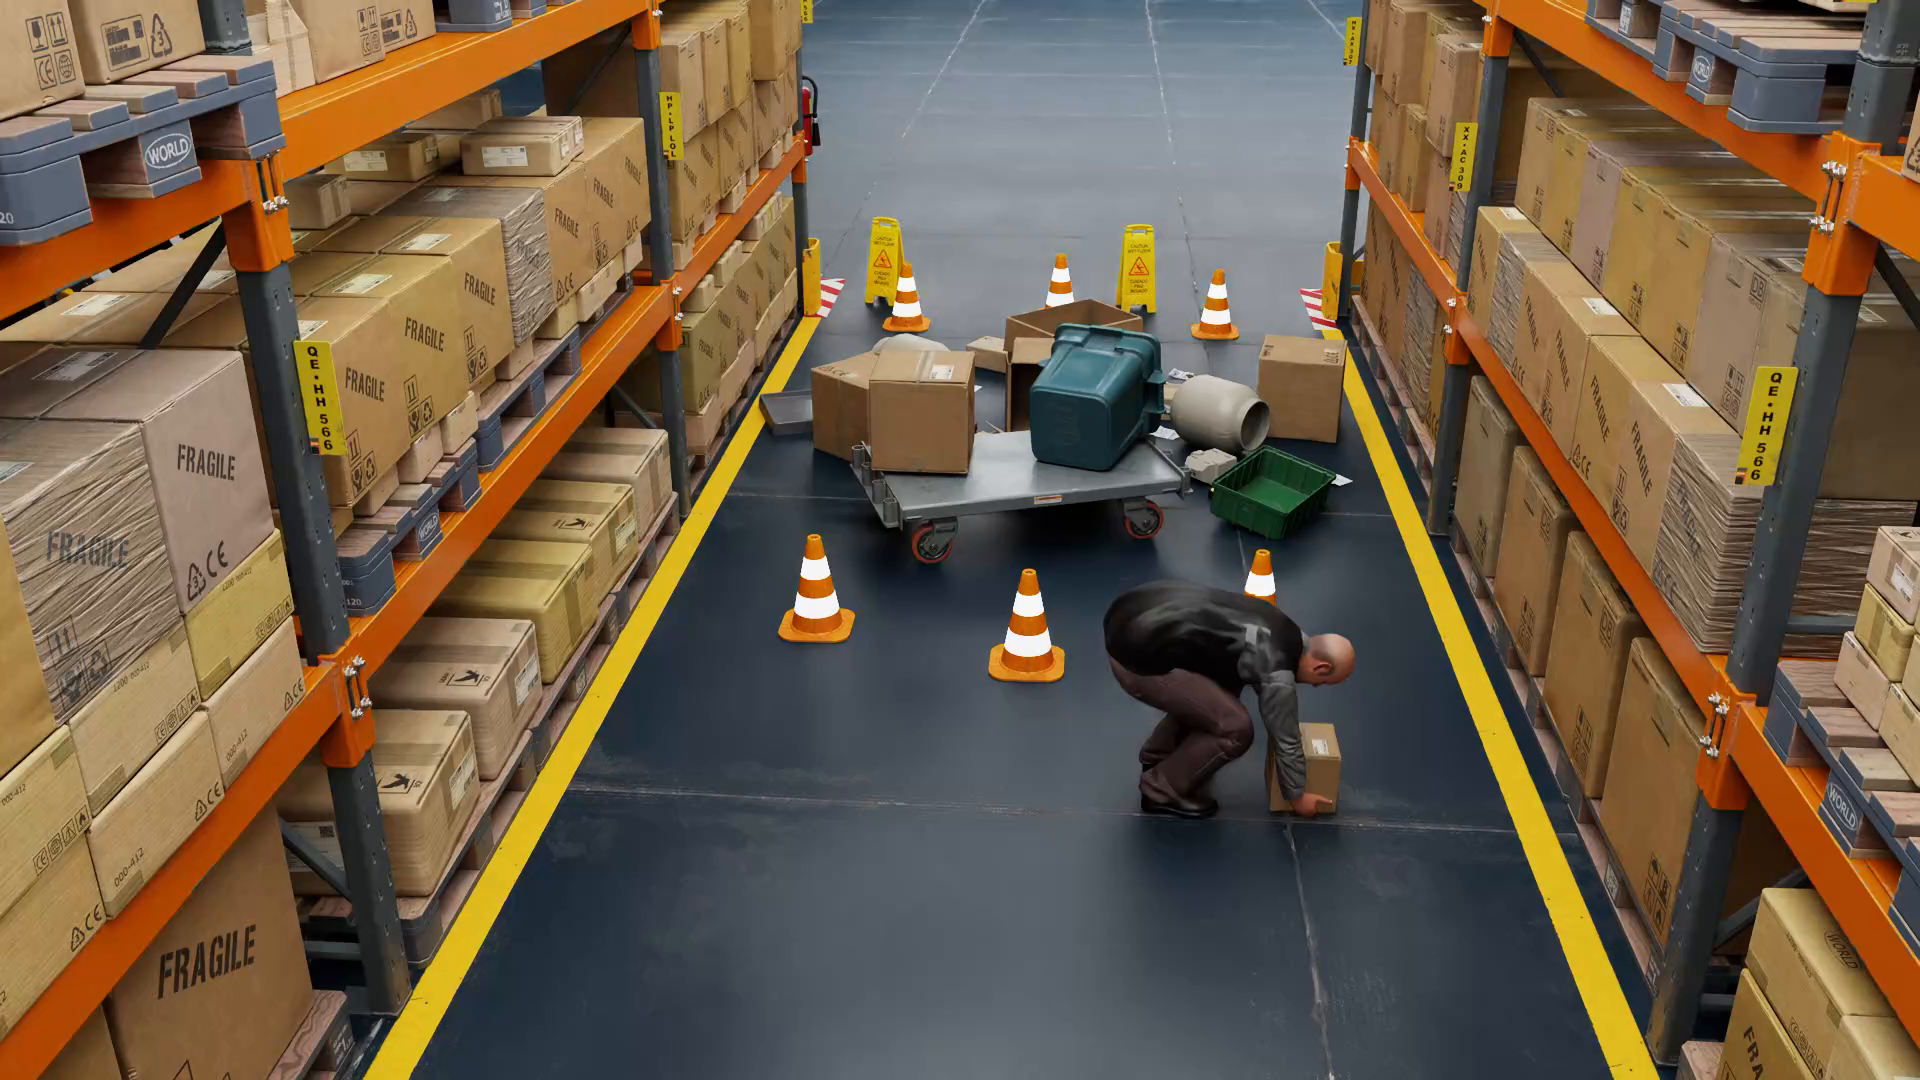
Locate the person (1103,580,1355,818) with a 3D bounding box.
[{"bbox_3d":[1.016,0.586,6.356,0.950,0.906,0.520,1,24,2],"label":"person"}]
